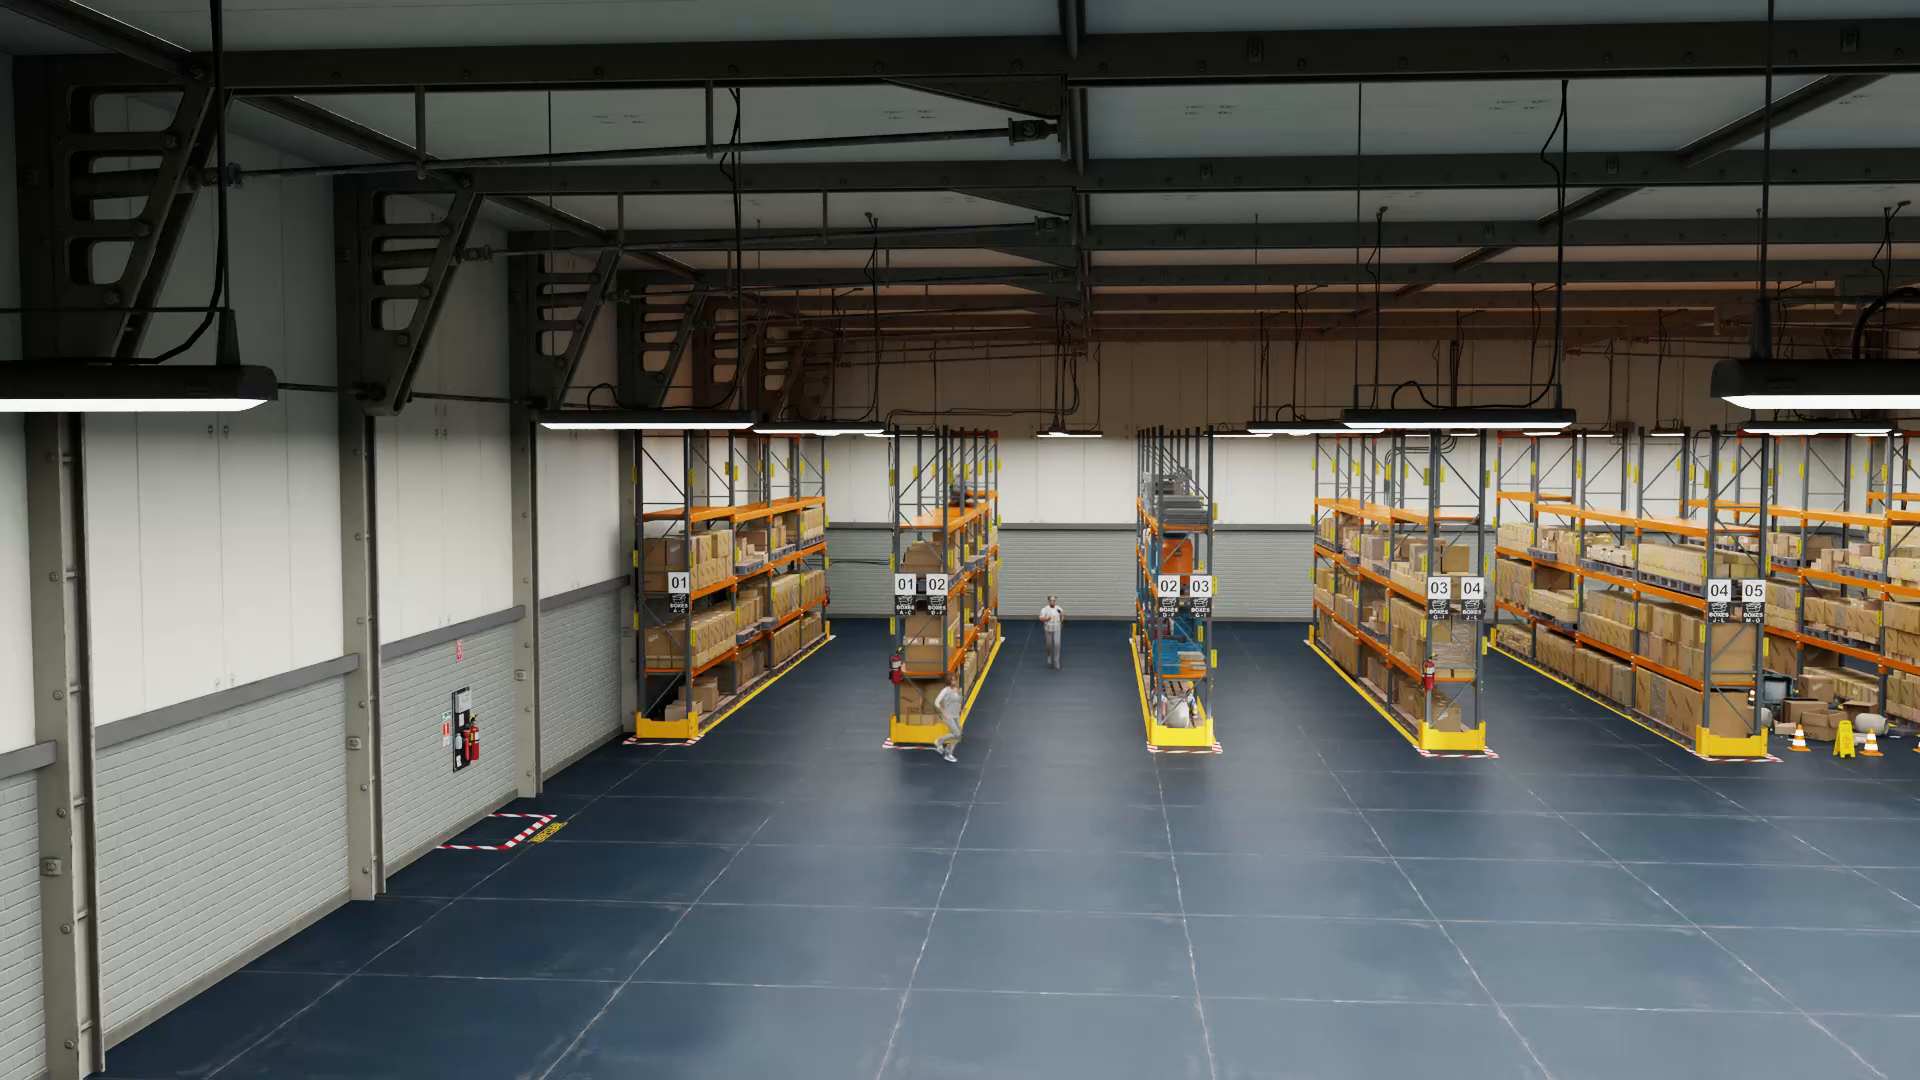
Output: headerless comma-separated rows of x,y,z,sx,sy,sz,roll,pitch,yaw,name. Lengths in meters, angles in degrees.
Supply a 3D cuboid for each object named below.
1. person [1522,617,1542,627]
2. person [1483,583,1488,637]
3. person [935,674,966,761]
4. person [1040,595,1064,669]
16.365,1.993,47.751,0.617,1.736,0.707,0,3,-3,person
14.805,2.042,47.618,0.569,1.688,0.786,1,3,10,person
-0.165,3.172,29.671,0.543,1.557,0.540,2,4,35,person
2.328,2.300,41.990,0.648,1.831,0.849,0,3,-3,person
